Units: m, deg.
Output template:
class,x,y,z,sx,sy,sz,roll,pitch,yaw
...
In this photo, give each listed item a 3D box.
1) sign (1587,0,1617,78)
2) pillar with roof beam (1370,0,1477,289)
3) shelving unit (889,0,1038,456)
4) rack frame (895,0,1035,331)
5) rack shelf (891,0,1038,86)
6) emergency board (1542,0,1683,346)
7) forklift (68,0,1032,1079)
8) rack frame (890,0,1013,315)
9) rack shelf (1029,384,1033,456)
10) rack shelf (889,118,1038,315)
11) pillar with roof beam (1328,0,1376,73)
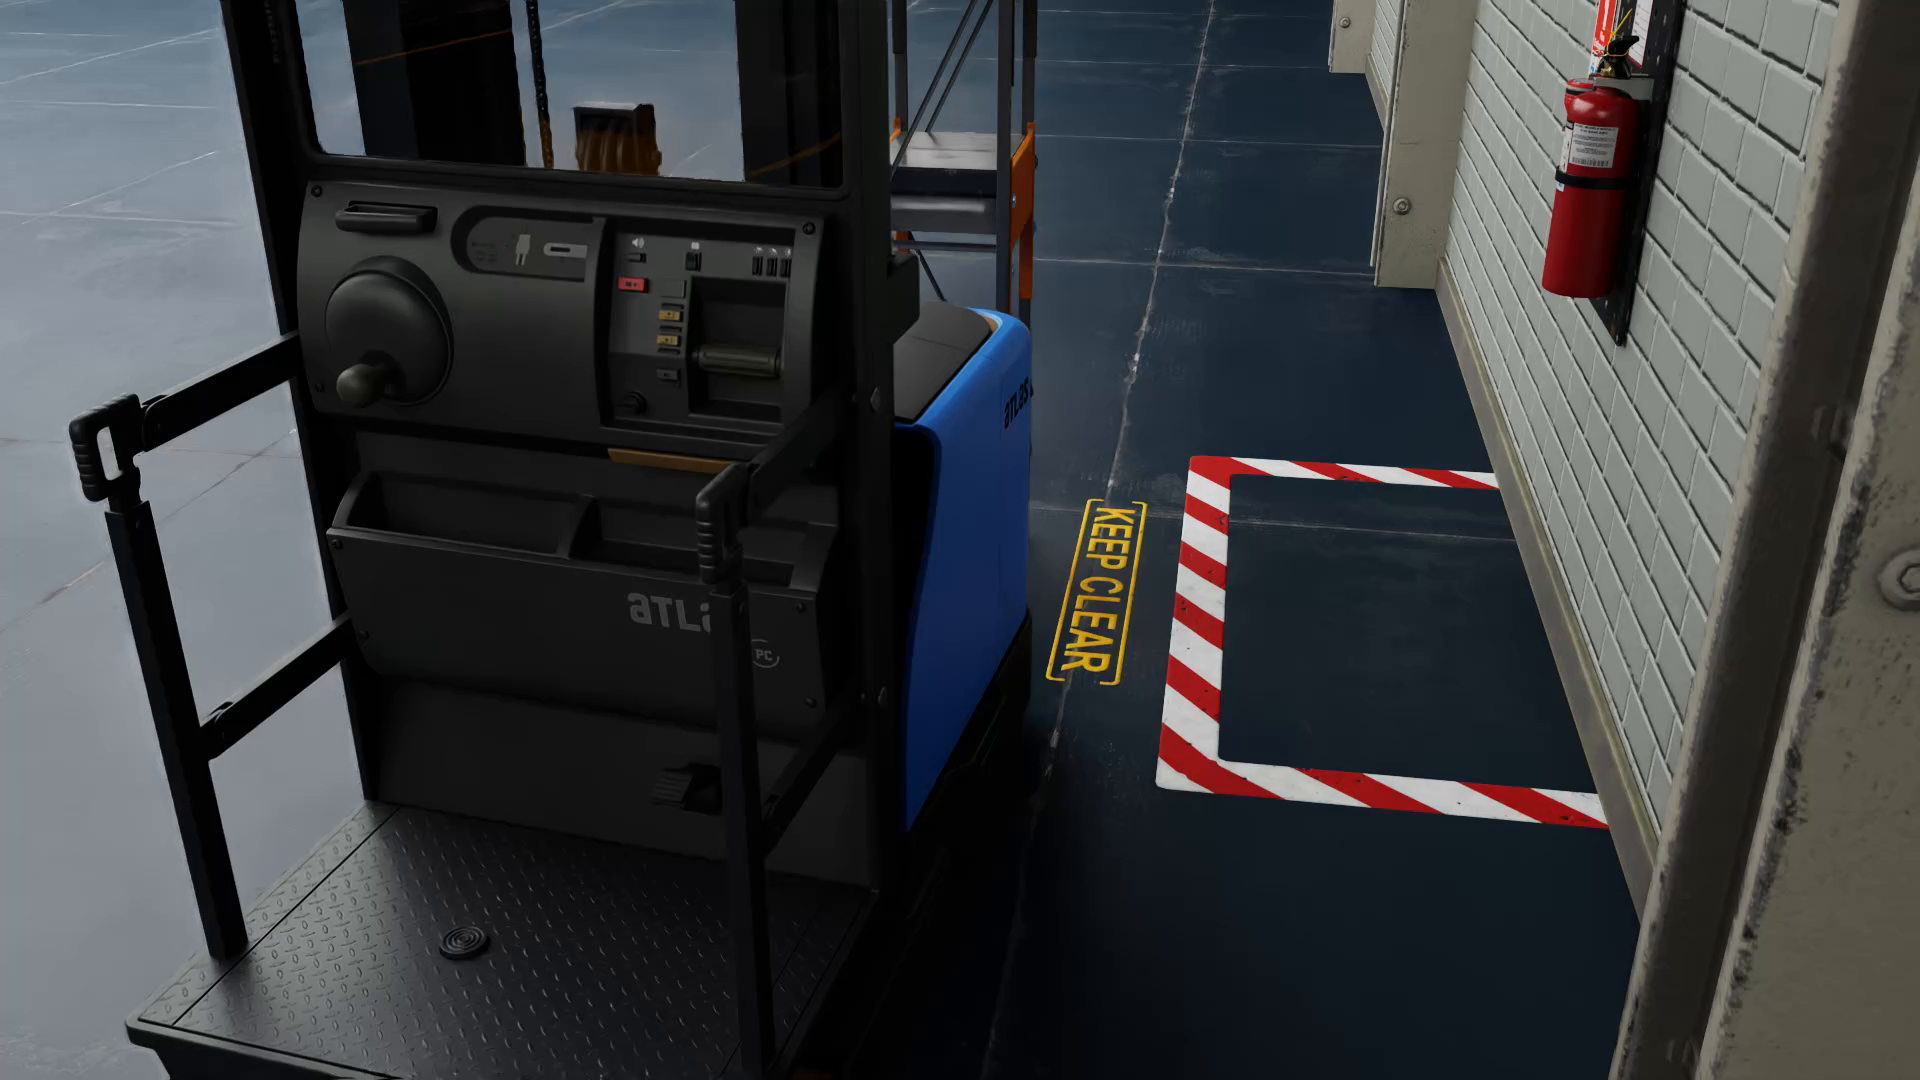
class,x,y,z,sx,sy,sz,roll,pitch,yaw
sign,1.783,-1.382,4.623,0.001,0.329,0.234,4,25,9
pillar with roof beam,-2.117,-5.636,6.676,9.100,9.000,0.400,4,25,9
shelving unit,-0.027,-0.882,4.657,0.431,2.100,0.503,4,25,9
rack frame,0.013,-0.984,4.875,0.400,2.100,0.015,4,25,9
rack shelf,-0.027,-1.503,4.366,0.431,0.518,0.480,4,25,9
emergency board,1.591,-1.142,4.152,0.194,1.169,0.643,4,25,9
forklift,-0.721,-0.342,2.523,1.130,2.935,3.031,7,26,15
rack frame,-0.067,-0.780,4.439,0.400,2.100,0.015,4,25,9
rack shelf,-0.027,-0.235,4.959,0.431,0.518,0.480,4,25,9
rack shelf,-0.027,-0.869,4.663,0.431,0.518,0.480,4,25,9
pillar with roof beam,-1.137,-8.145,12.037,9.100,9.000,0.400,4,25,9
